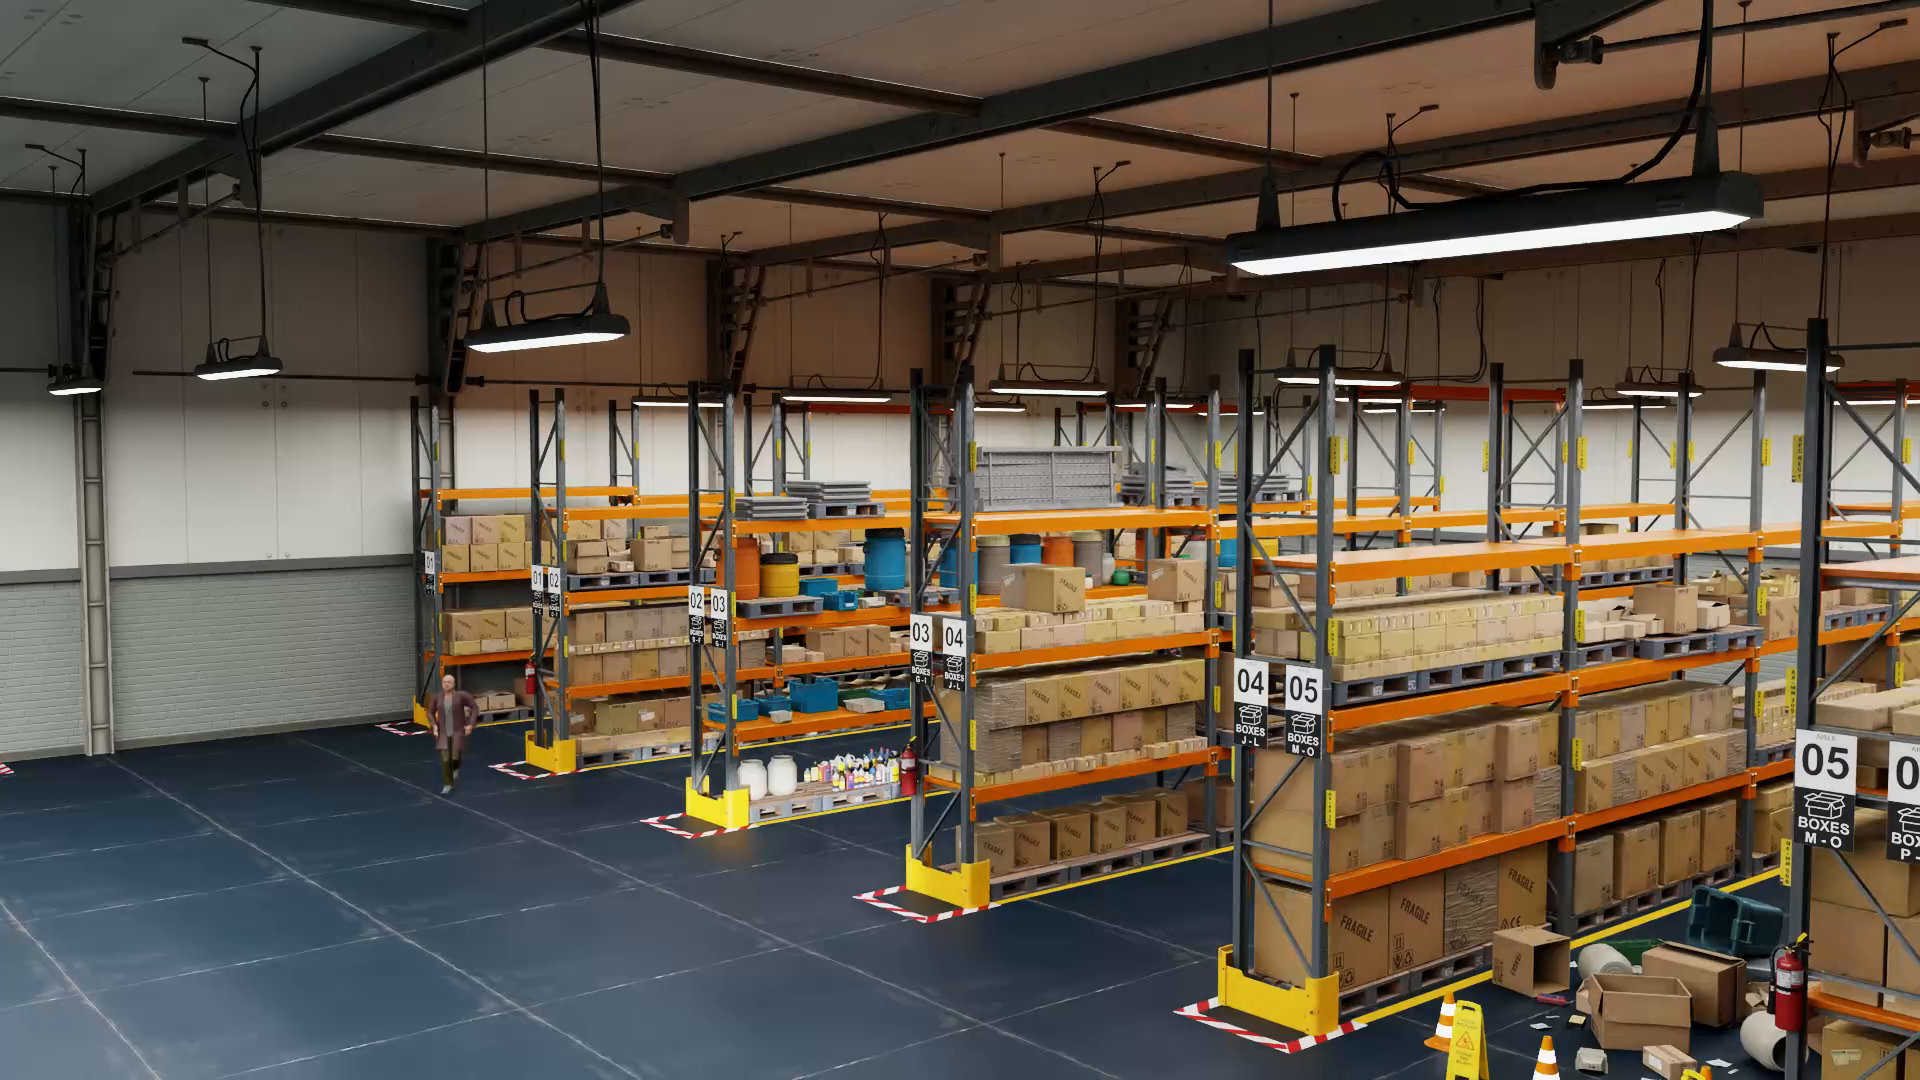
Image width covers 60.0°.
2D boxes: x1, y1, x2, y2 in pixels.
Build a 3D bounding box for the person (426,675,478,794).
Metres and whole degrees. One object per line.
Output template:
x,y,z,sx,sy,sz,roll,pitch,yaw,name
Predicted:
-7.505,2.855,24.572,0.737,1.746,0.707,0,3,-6,person
